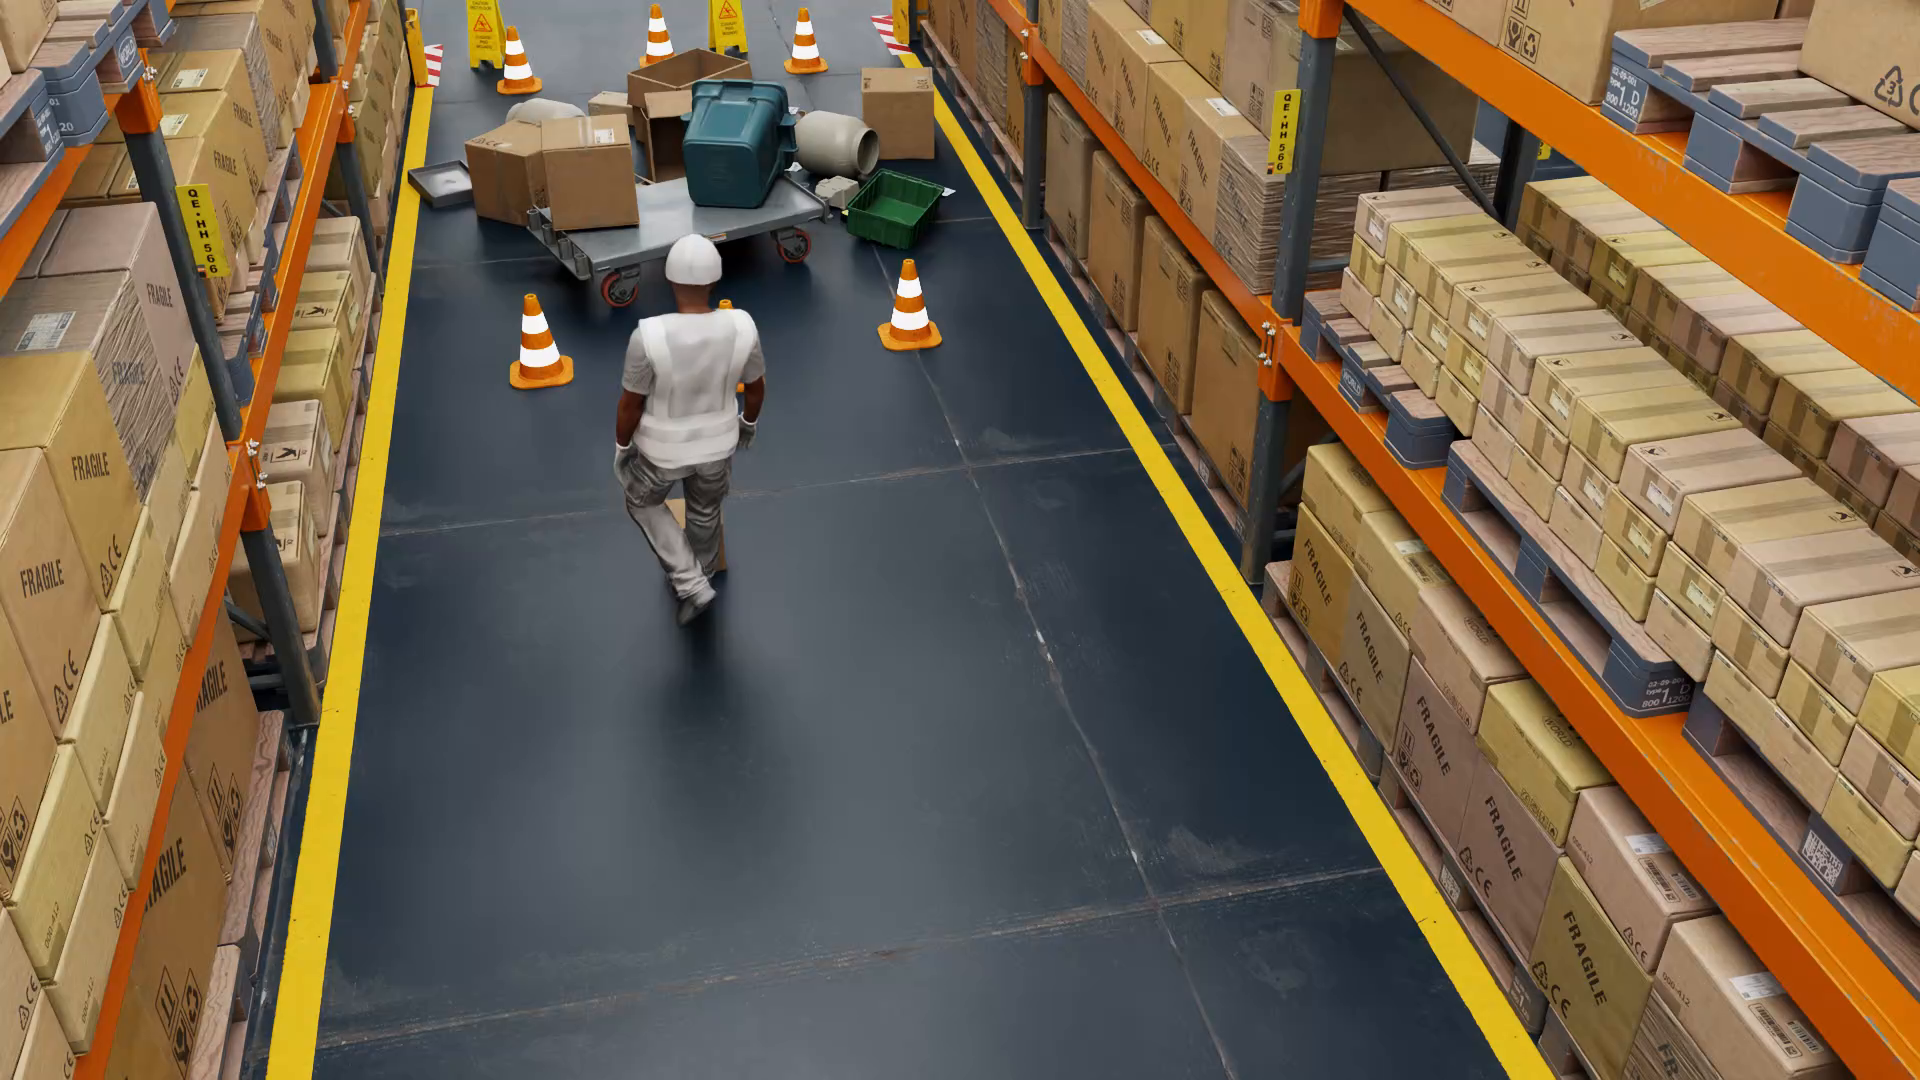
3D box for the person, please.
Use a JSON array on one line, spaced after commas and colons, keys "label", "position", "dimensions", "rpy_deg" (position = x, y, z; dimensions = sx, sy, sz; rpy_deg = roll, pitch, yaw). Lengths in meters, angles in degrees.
[{"label": "person", "position": [-1.130, -0.443, 6.766], "dimensions": [0.636, 1.771, 0.675], "rpy_deg": [-15, 37, -21]}]
